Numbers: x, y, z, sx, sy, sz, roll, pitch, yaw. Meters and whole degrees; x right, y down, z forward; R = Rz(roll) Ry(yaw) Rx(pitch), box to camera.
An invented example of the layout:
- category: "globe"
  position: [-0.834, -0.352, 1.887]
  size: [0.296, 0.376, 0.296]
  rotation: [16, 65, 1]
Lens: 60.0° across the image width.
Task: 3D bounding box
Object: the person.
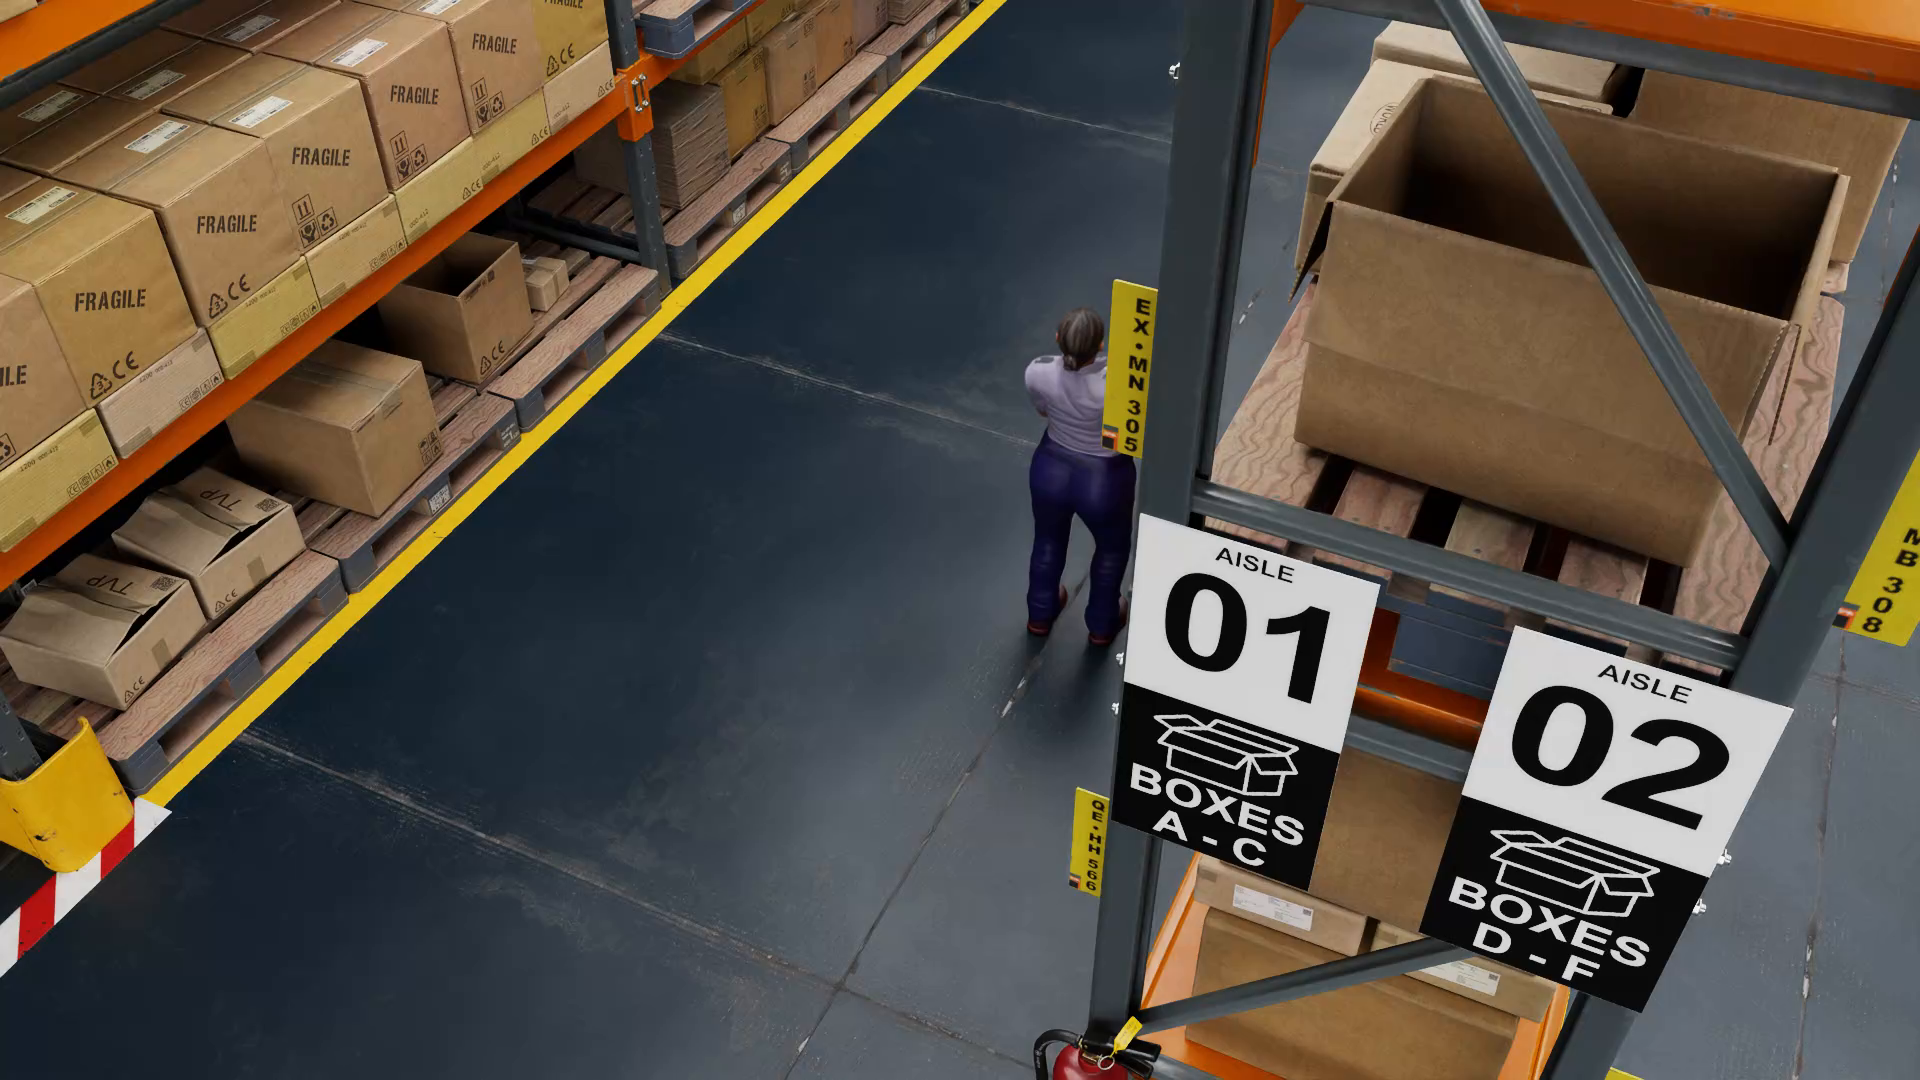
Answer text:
- category: "person"
  position: [0.507, -0.285, 6.494]
  size: [0.452, 1.635, 0.525]
  rotation: [19, 45, 19]
